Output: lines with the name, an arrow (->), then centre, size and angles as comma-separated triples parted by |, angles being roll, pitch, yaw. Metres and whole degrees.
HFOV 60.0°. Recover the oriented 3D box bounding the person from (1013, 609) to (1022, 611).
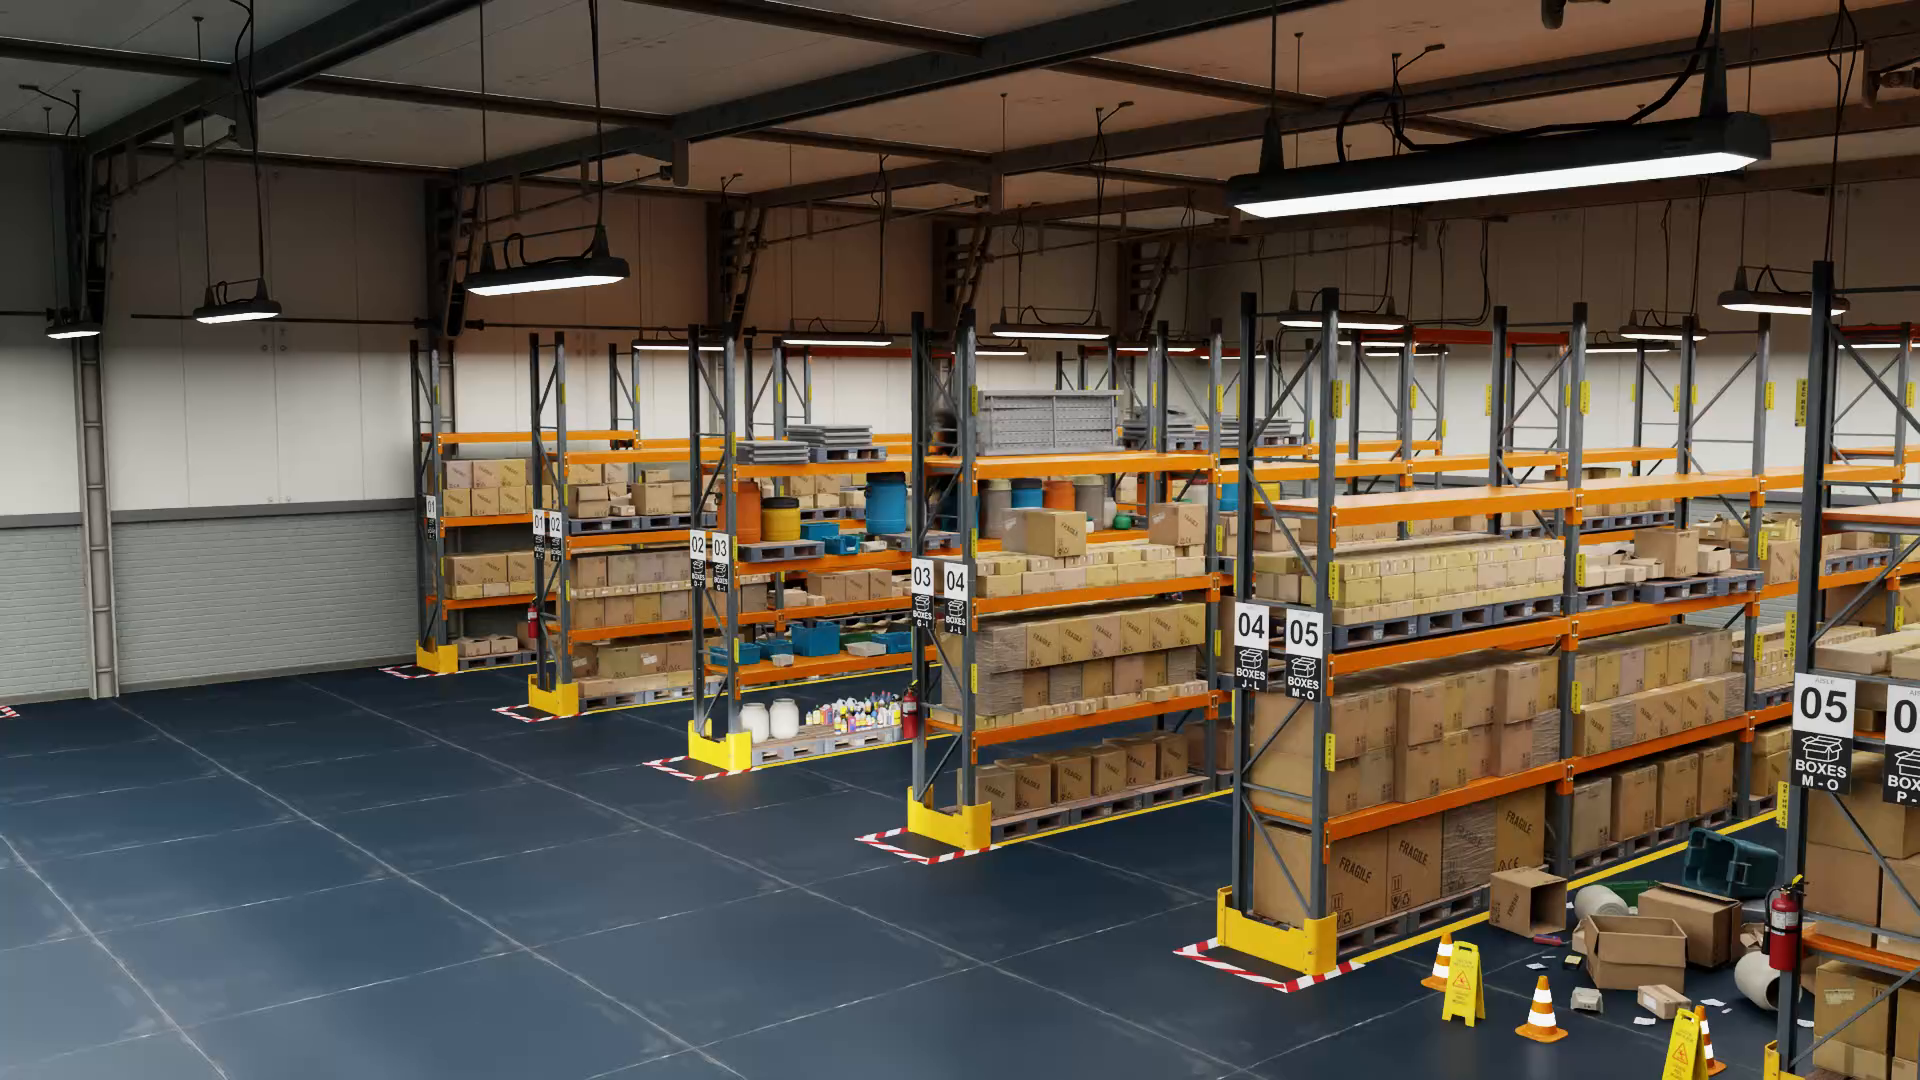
person -> 0.997, 1.416, 28.559 | 0.594, 1.694, 0.679 | -3, 6, -32
